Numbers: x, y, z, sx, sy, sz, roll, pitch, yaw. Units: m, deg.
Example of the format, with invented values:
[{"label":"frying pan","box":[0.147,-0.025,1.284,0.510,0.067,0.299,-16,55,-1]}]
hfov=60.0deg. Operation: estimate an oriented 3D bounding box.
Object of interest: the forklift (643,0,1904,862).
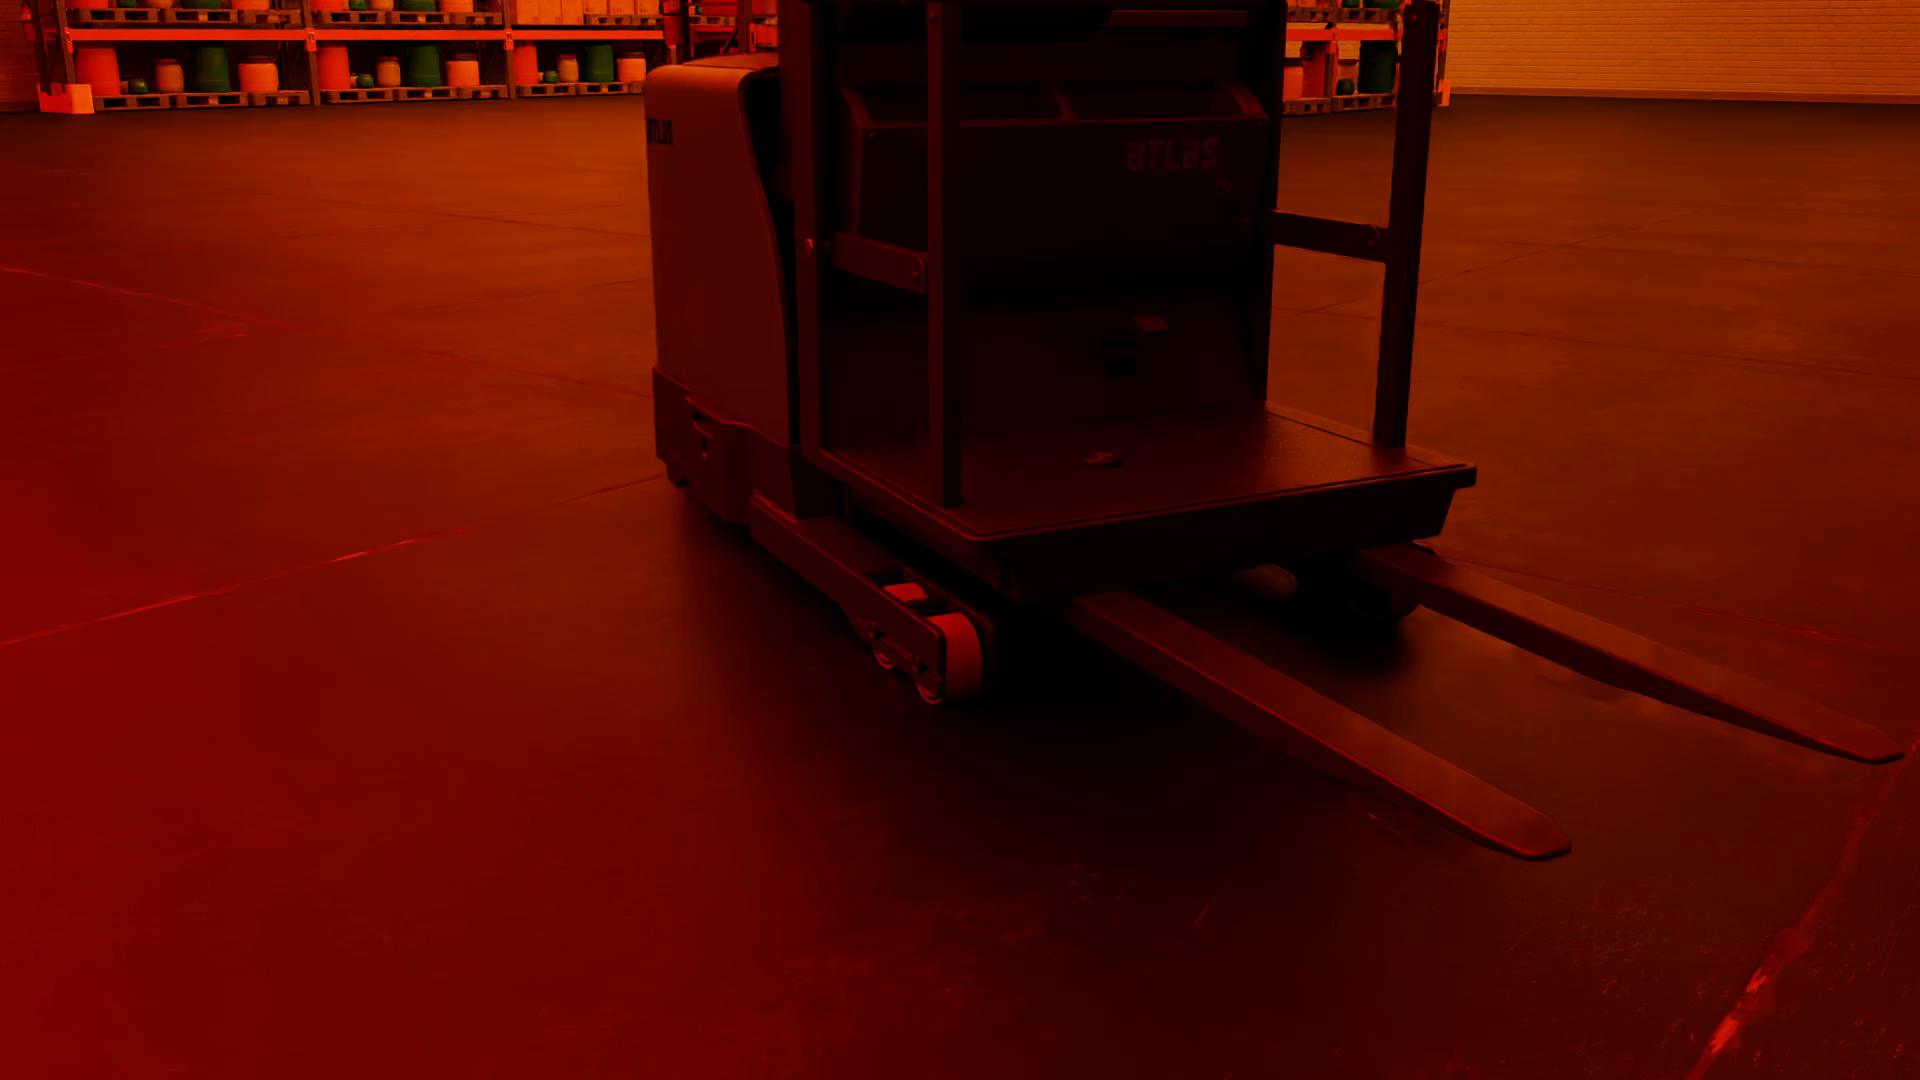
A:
[{"label":"forklift","box":[0.297,-1.253,3.025,1.130,2.935,3.031,-8,19,-25]}]
